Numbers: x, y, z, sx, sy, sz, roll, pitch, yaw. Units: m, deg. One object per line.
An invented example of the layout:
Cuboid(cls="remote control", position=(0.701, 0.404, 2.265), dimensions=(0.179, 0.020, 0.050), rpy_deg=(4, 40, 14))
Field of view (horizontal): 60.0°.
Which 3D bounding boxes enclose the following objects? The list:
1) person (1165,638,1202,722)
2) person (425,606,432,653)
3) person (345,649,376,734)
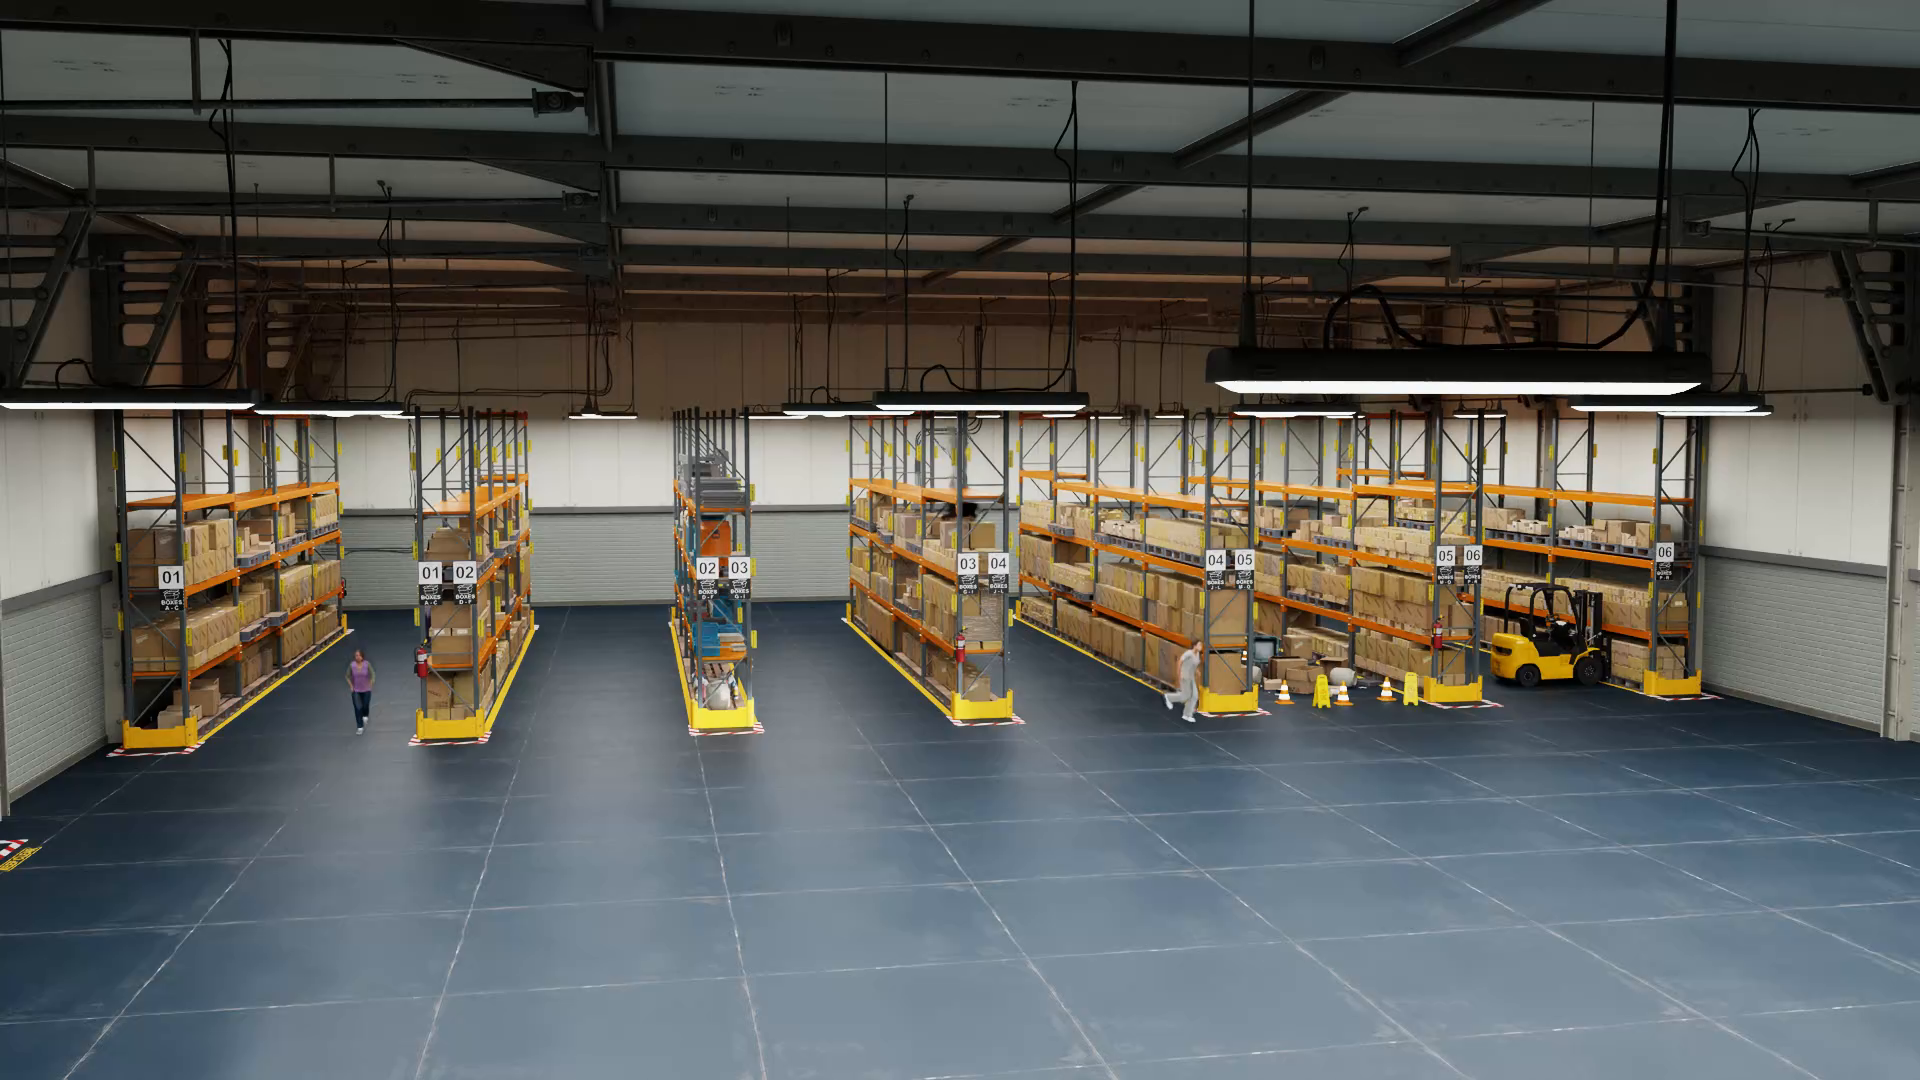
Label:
Cuboid(cls="person", position=(4.313, 2.672, 32.002), dimensions=(0.791, 1.613, 0.559), rpy_deg=(3, 5, 35))
Cuboid(cls="person", position=(-13.053, 2.013, 41.026), dimensions=(0.595, 1.590, 0.561), rpy_deg=(-1, 4, -15))
Cuboid(cls="person", position=(-11.017, 2.778, 30.573), dimensions=(0.530, 1.558, 0.603), rpy_deg=(-1, 4, -16))
